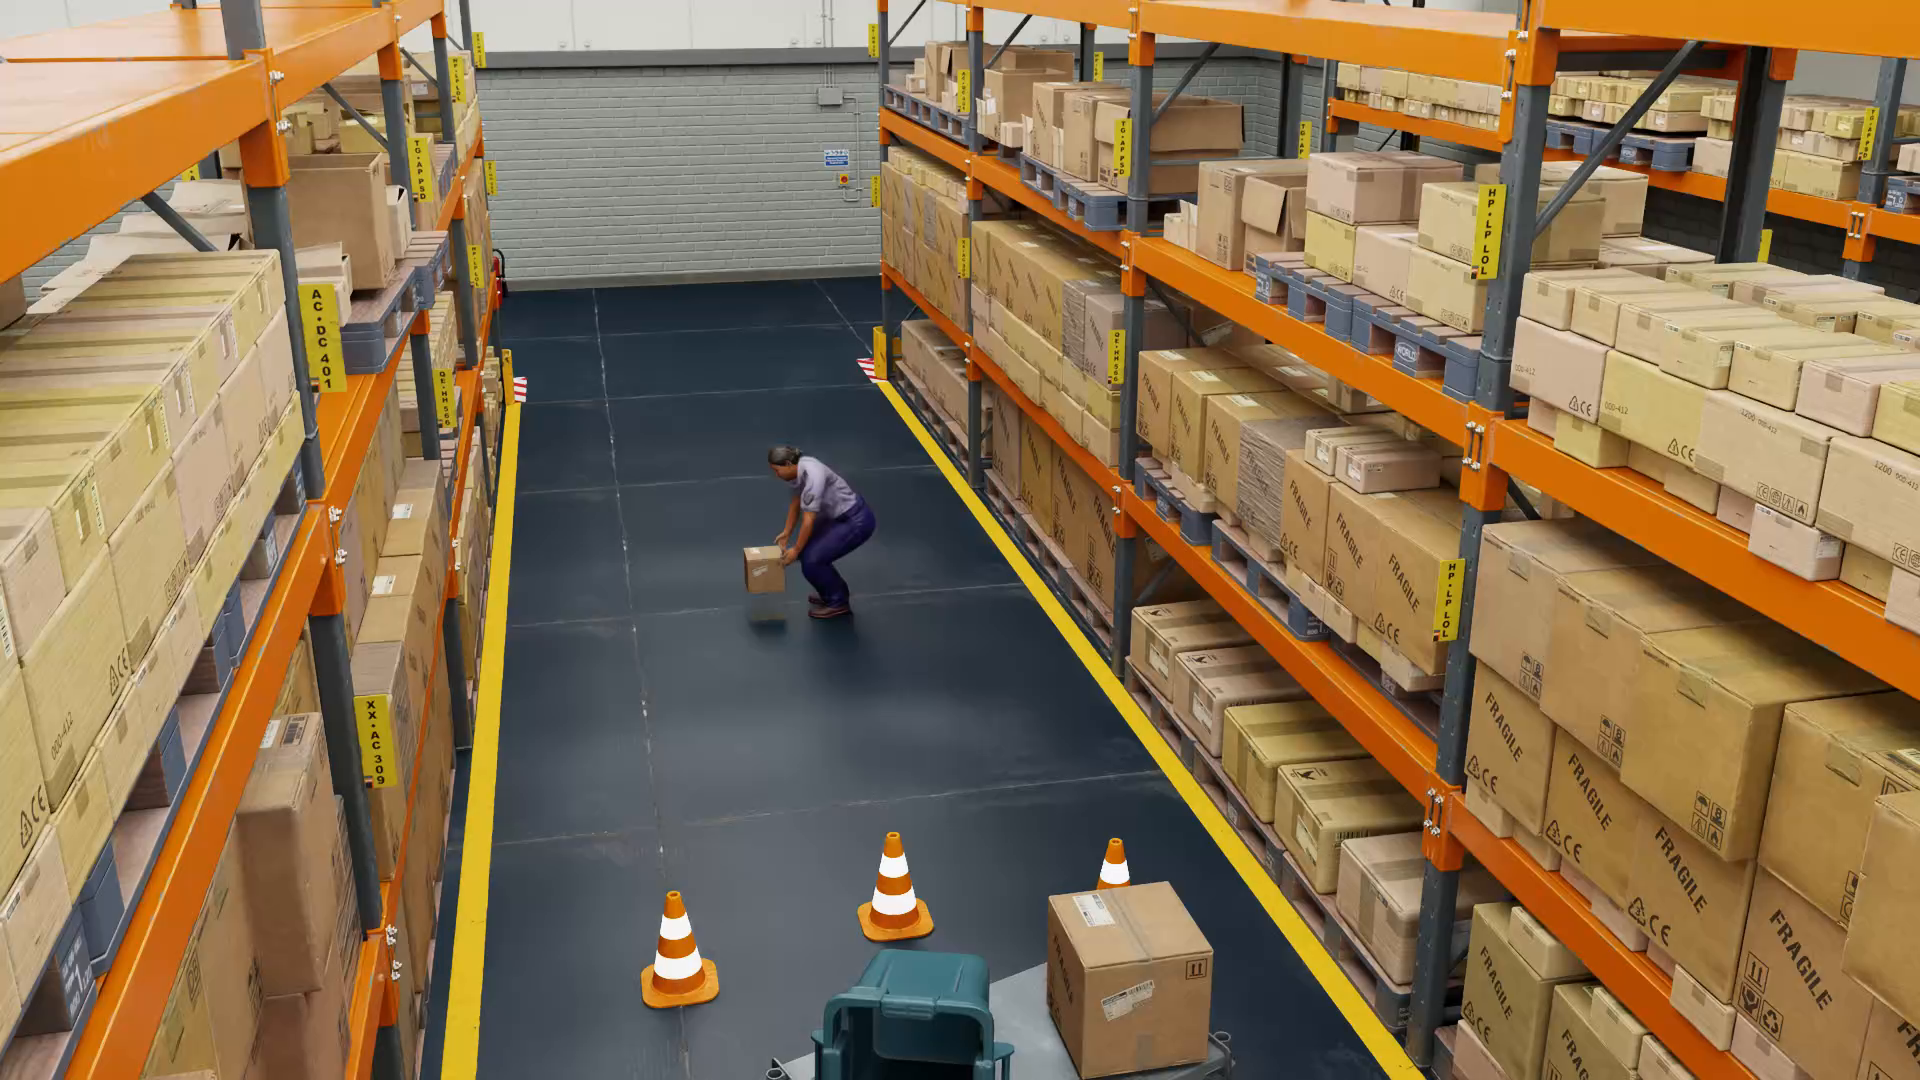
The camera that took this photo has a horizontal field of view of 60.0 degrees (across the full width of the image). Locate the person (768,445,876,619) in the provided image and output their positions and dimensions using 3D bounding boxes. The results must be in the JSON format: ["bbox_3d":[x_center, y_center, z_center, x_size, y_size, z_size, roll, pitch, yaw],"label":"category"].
[{"bbox_3d":[-0.942,-0.087,11.465,0.727,1.230,0.540,-5,20,-12],"label":"person"}]
